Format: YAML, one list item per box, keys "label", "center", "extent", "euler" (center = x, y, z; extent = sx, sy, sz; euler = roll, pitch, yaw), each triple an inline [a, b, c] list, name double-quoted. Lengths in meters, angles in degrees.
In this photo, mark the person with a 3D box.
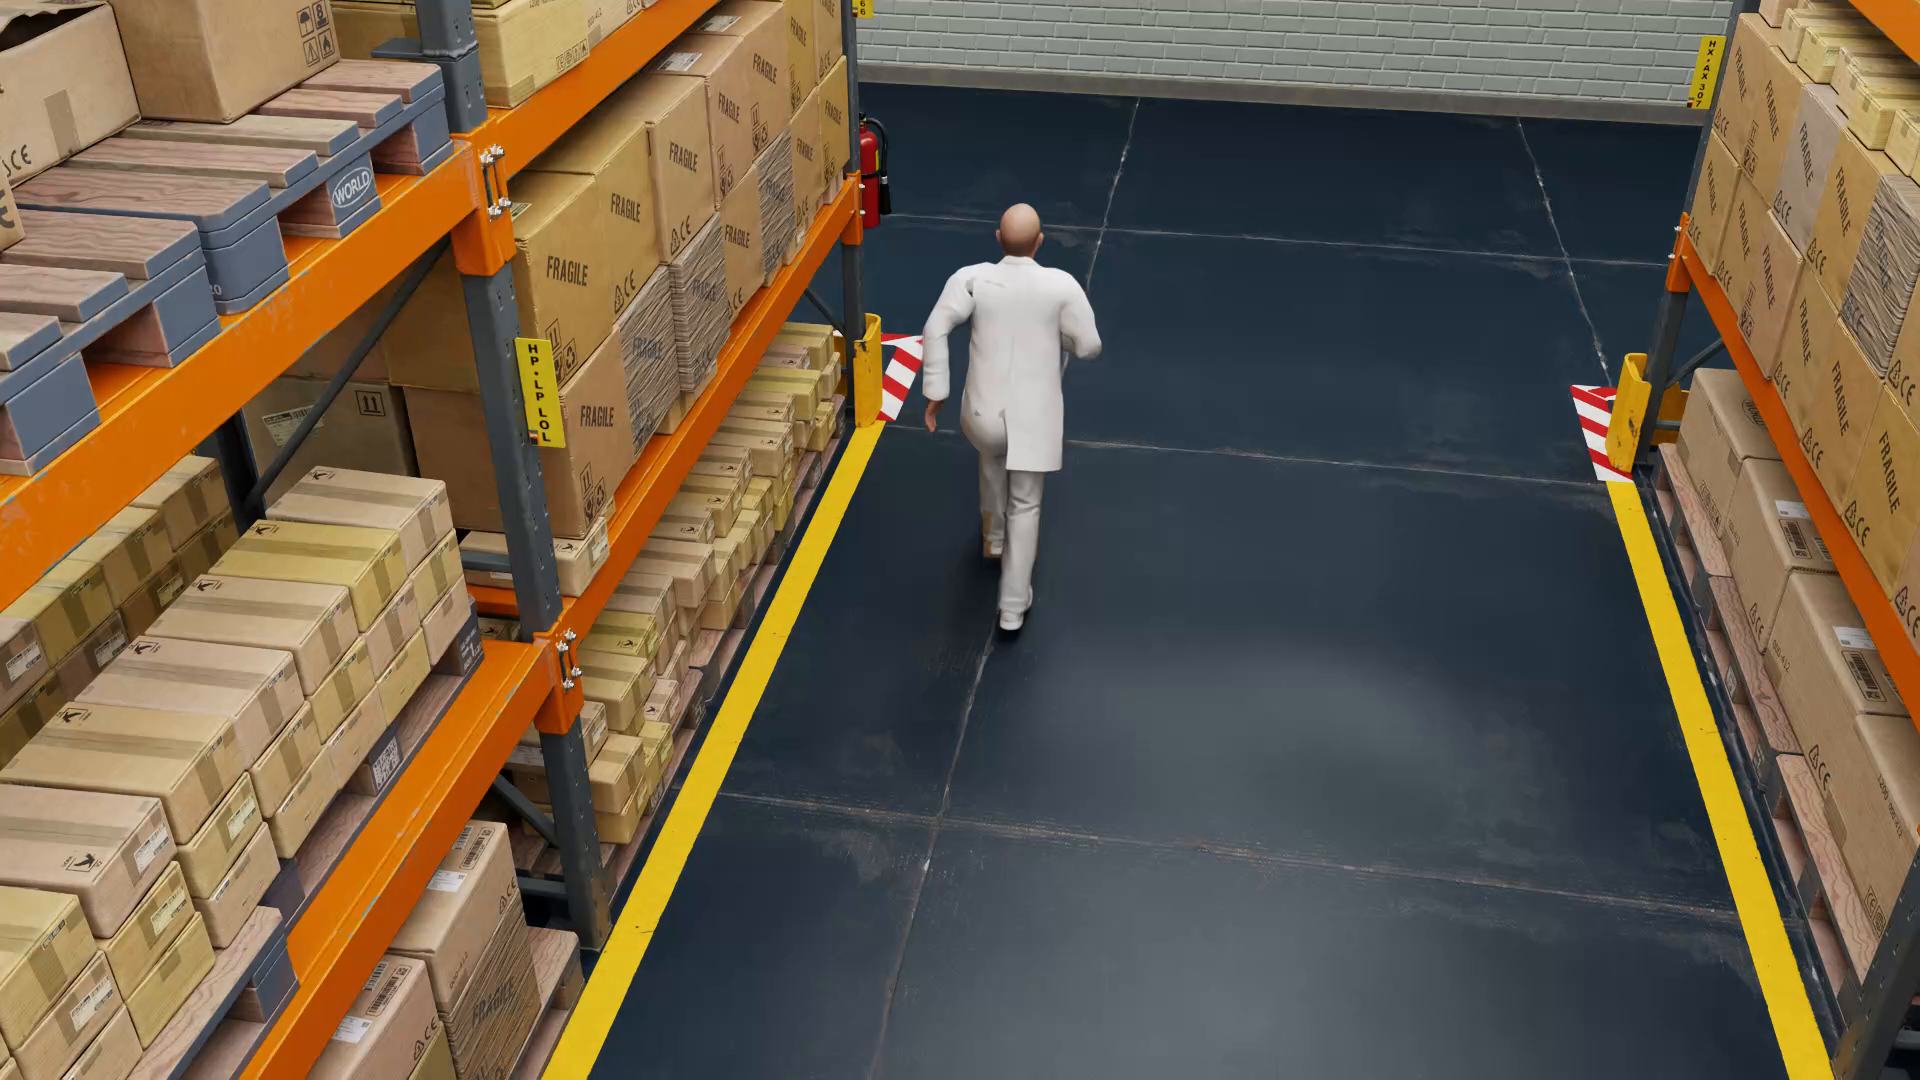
- label: "person"
  center: [0.223, -0.572, 7.112]
  extent: [0.716, 1.693, 0.992]
  euler: [8, 33, 13]
